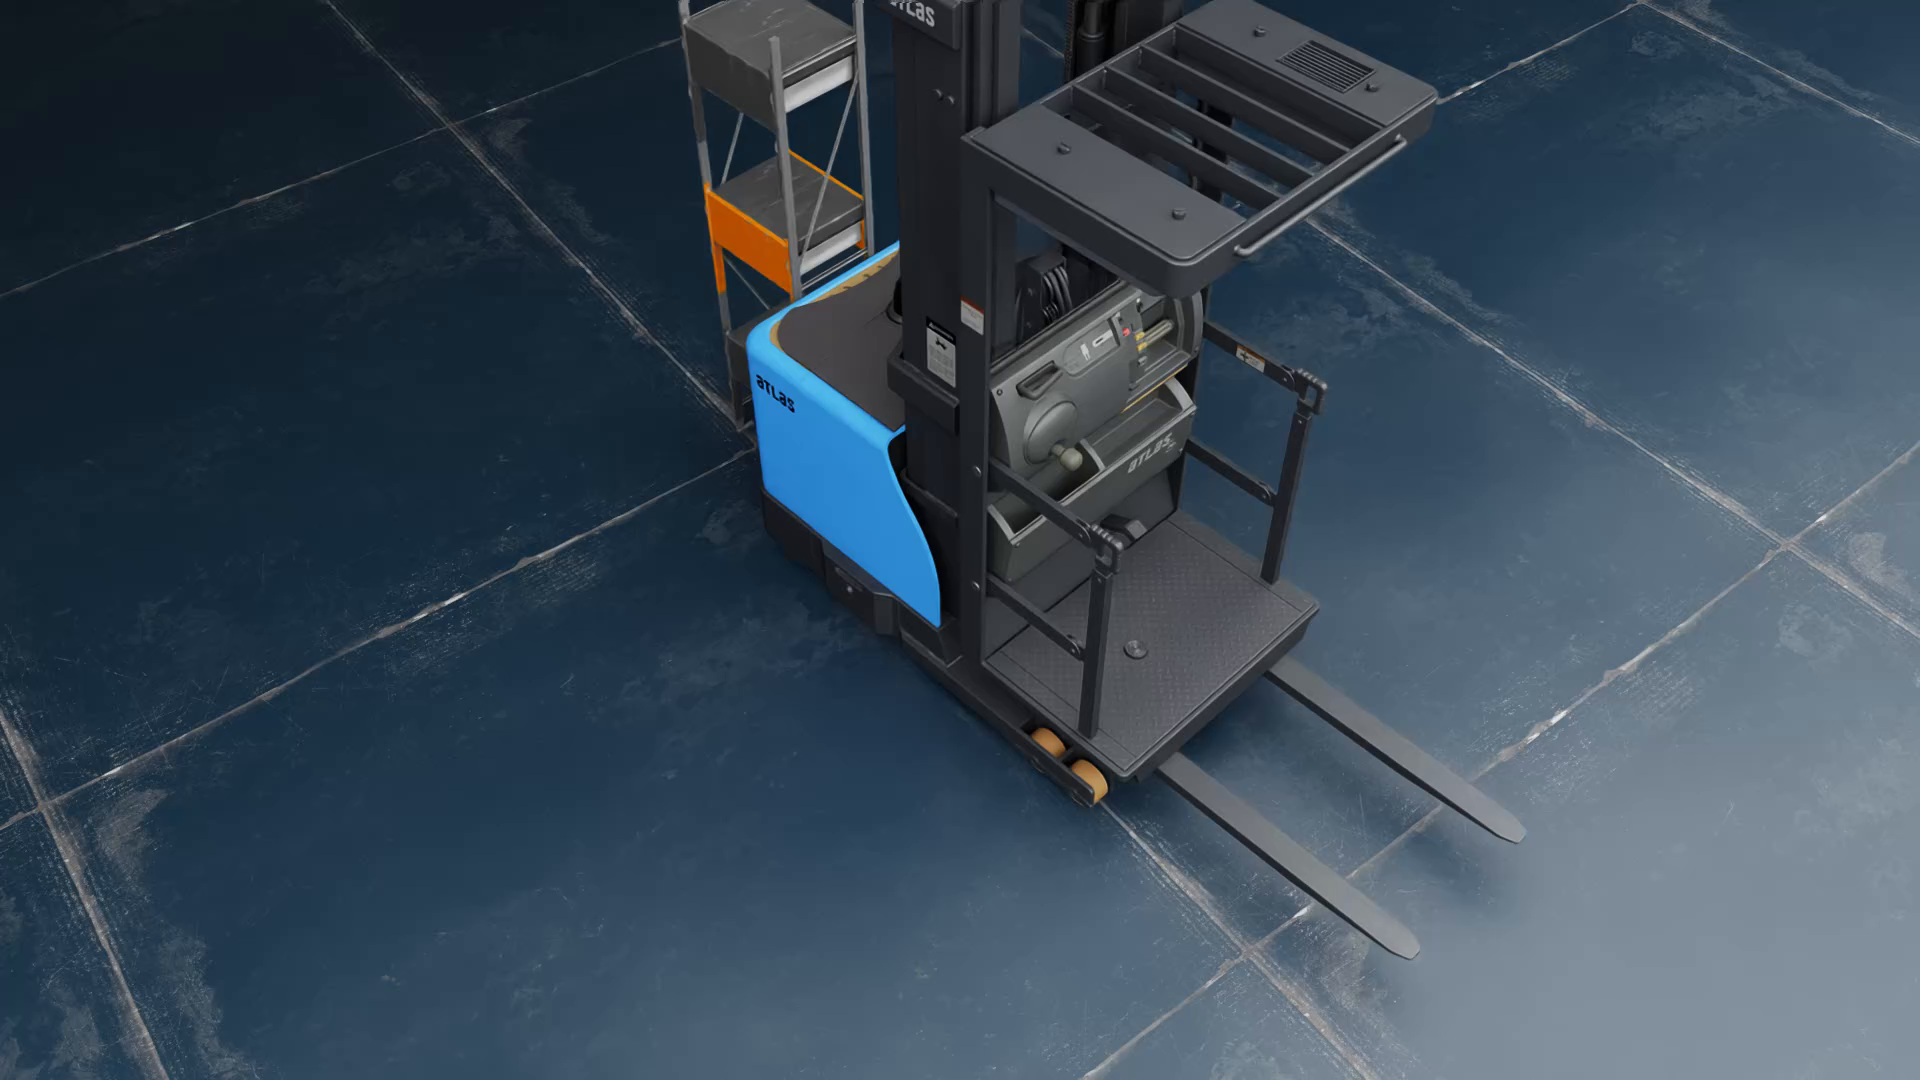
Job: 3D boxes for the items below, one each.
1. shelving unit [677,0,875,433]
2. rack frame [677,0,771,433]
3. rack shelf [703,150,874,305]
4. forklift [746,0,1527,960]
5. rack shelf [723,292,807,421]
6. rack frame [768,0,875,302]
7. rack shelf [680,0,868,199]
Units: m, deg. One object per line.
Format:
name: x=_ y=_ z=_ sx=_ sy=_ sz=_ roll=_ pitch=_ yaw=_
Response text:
shelving unit: x=-0.645 y=-1.144 z=6.369 sx=0.431 sy=2.100 sz=0.503 roll=-36 pitch=57 yaw=-28
rack frame: x=-0.816 y=-1.273 z=6.486 sx=0.400 sy=2.100 sz=0.015 roll=-36 pitch=57 yaw=-28
rack shelf: x=-0.645 y=-1.135 z=6.379 sx=0.431 sy=0.518 sz=0.480 roll=-36 pitch=57 yaw=-28
forklift: x=0.601 y=-0.482 z=5.207 sx=1.130 sy=2.935 sz=3.031 roll=-36 pitch=57 yaw=-28
rack shelf: x=-0.645 y=-0.665 z=6.898 sx=0.431 sy=0.518 sz=0.480 roll=-36 pitch=57 yaw=-28
rack frame: x=-0.474 y=-1.015 z=6.252 sx=0.400 sy=2.100 sz=0.015 roll=-36 pitch=57 yaw=-28
rack shelf: x=-0.645 y=-1.605 z=5.860 sx=0.431 sy=0.518 sz=0.480 roll=-36 pitch=57 yaw=-28
